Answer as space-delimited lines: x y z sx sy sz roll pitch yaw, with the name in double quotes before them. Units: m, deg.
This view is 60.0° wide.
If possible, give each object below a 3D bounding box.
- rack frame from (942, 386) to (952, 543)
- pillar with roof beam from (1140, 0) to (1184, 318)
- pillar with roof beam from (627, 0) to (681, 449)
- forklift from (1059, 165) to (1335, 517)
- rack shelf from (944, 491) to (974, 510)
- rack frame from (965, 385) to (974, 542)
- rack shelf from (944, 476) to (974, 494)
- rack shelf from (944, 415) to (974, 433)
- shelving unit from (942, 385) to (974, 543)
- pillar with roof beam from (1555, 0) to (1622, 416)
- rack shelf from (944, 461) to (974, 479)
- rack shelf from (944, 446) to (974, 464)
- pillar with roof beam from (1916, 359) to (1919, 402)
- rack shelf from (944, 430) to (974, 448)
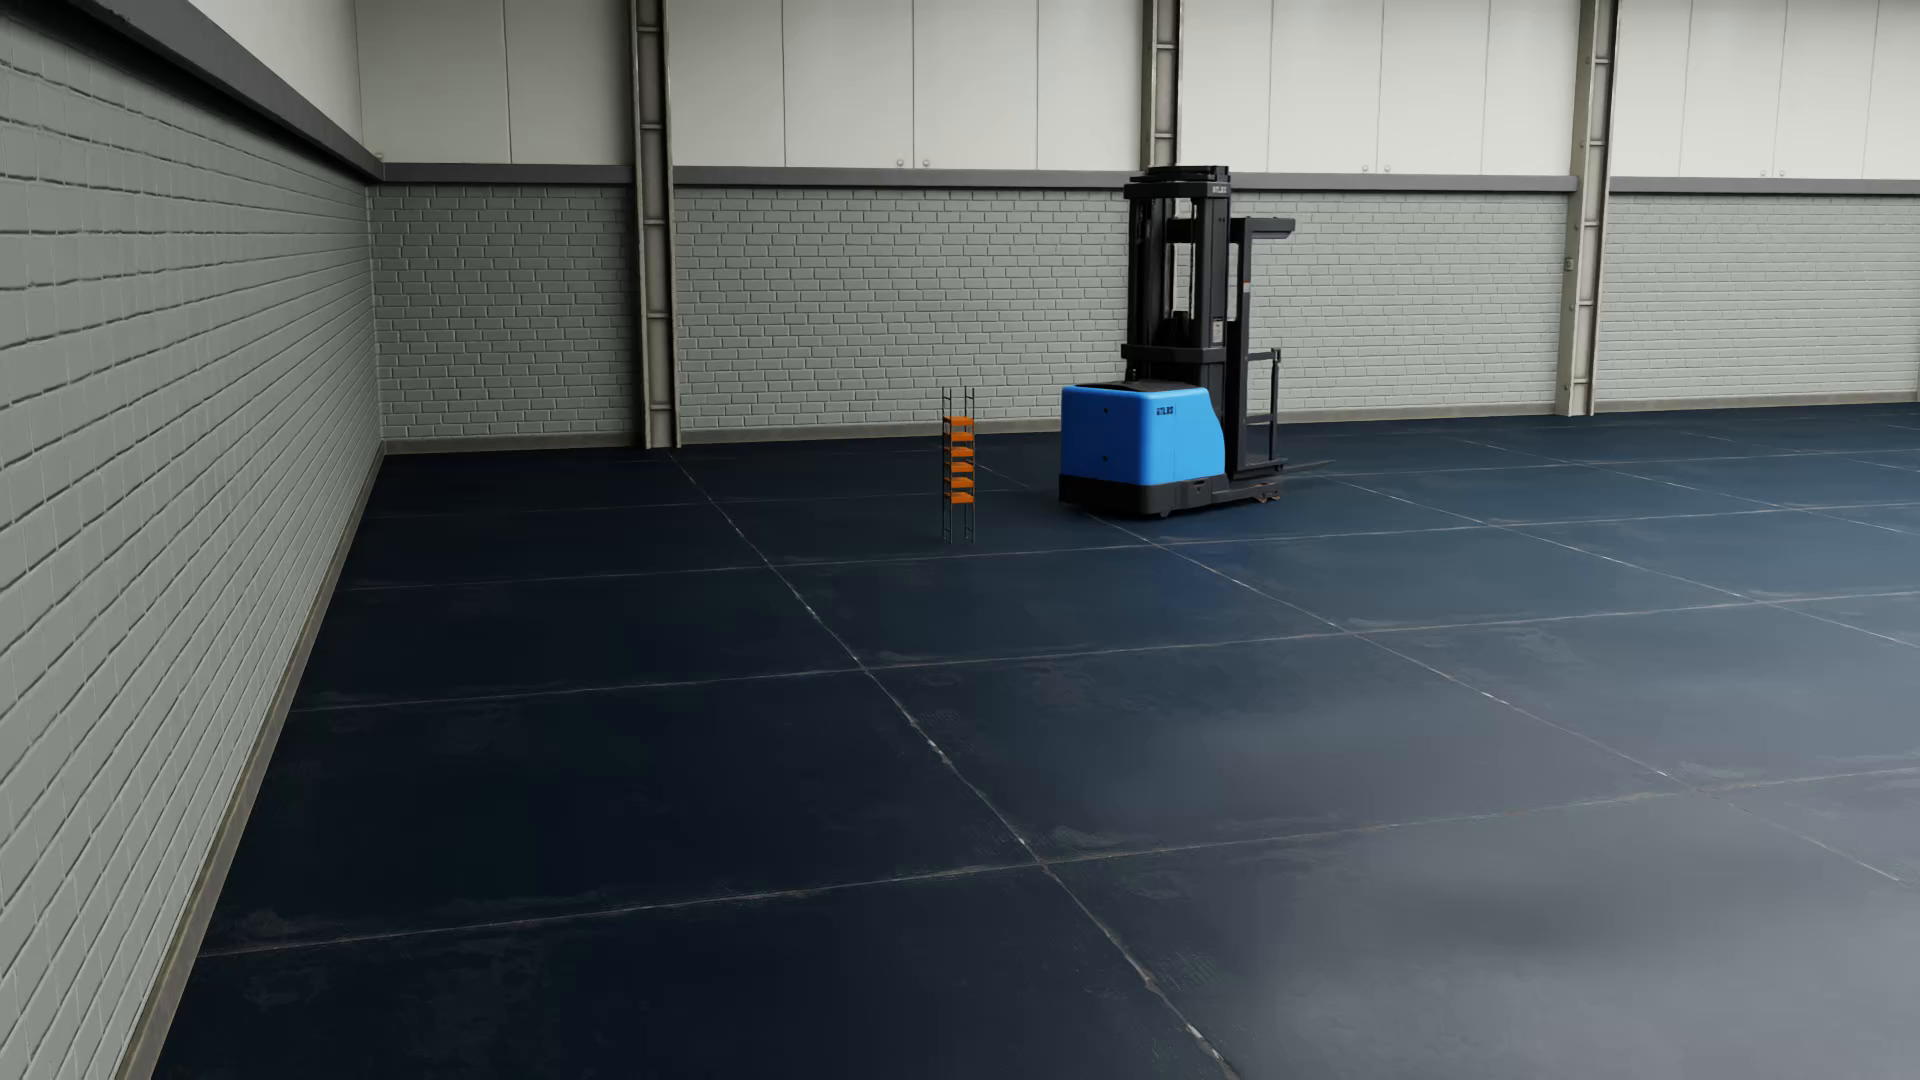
"rack frame" -0.102 -0.585 12.909 0.006 1.200 0.240 -3 11 -16
"pillar with roof beam" 3.595 -5.038 15.560 0.400 9.000 9.100 -3 11 -16
"pillar with roof beam" -2.166 -4.735 13.910 0.400 9.000 9.100 -3 11 -16
"forklift" 2.274 -1.835 14.920 3.031 2.935 1.130 -10 14 -43
"rack shelf" -0.014 -0.310 12.985 0.180 0.103 0.258 -3 11 -16
"rack frame" 0.074 -0.594 12.959 0.006 1.200 0.240 -3 11 -16
"rack shelf" -0.014 -0.428 12.964 0.180 0.103 0.258 -3 11 -16
"rack shelf" -0.014 -0.900 12.877 0.180 0.103 0.258 -3 11 -16
"shelving unit" -0.014 -0.589 12.934 0.189 1.200 0.258 -3 11 -16
"pillar with roof beam" 9.356 -5.342 17.209 0.400 9.000 9.100 -3 11 -16
"rack shelf" -0.014 -0.546 12.942 0.180 0.103 0.258 -3 11 -16
"rack shelf" -0.014 -0.664 12.920 0.180 0.103 0.258 -3 11 -16
"pillar with roof beam" 15.117 -5.646 18.858 0.400 9.000 9.100 -3 11 -16
"rack shelf" -0.014 -0.782 12.898 0.180 0.103 0.258 -3 11 -16
